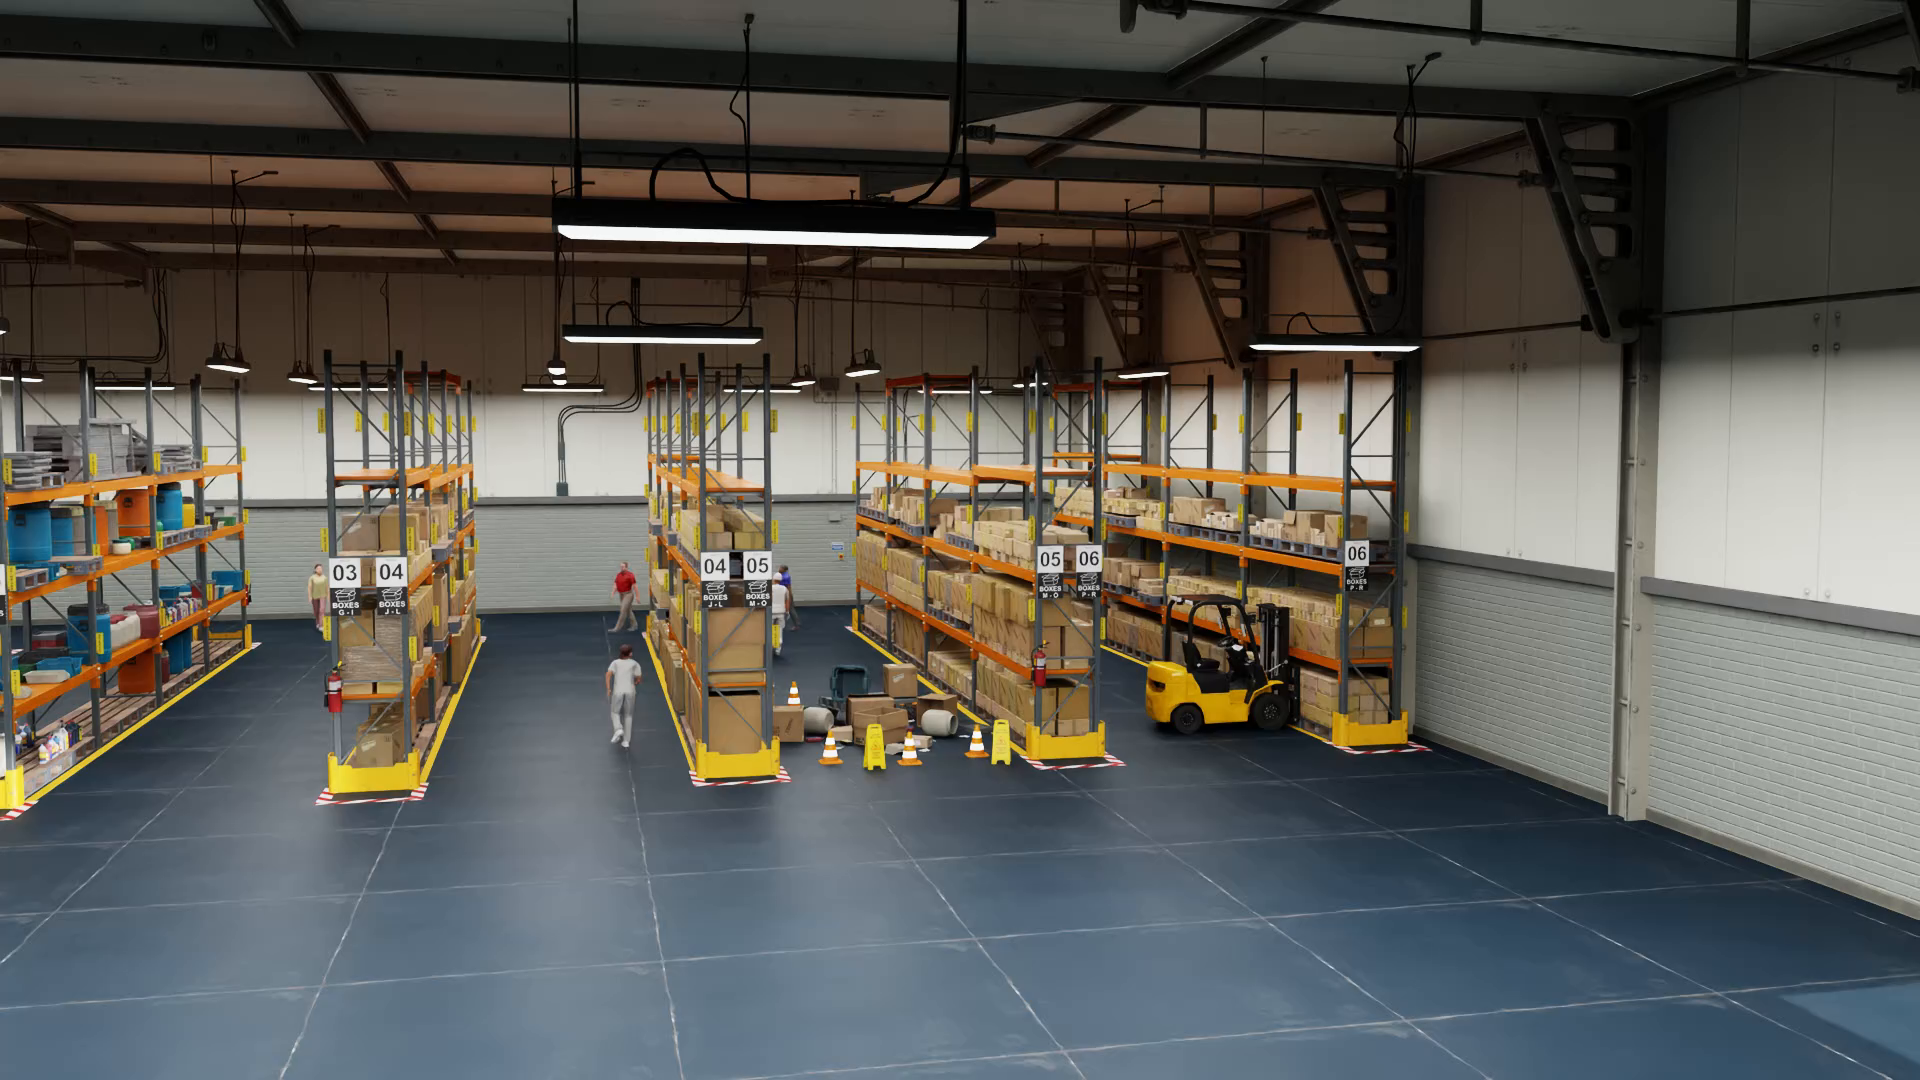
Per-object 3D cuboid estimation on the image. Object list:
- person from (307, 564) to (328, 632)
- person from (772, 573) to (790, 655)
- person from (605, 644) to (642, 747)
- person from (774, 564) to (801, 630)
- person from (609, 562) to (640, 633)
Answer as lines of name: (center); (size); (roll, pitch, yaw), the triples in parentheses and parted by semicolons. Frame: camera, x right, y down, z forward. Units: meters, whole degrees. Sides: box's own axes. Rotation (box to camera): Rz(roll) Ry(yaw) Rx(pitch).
person: (-15.543, 1.386, 40.233); (0.438, 1.612, 1.082); (-1, 4, -16)
person: (-3.968, 1.587, 36.044); (0.562, 1.780, 0.448); (-1, 4, -12)
person: (-5.260, 2.416, 26.045); (0.569, 1.564, 0.718); (-1, 4, -12)
person: (-4.253, 1.377, 40.203); (0.817, 1.627, 0.505); (-1, 4, -8)
person: (-8.059, 1.371, 39.900); (0.615, 1.699, 0.864); (4, 5, 42)
